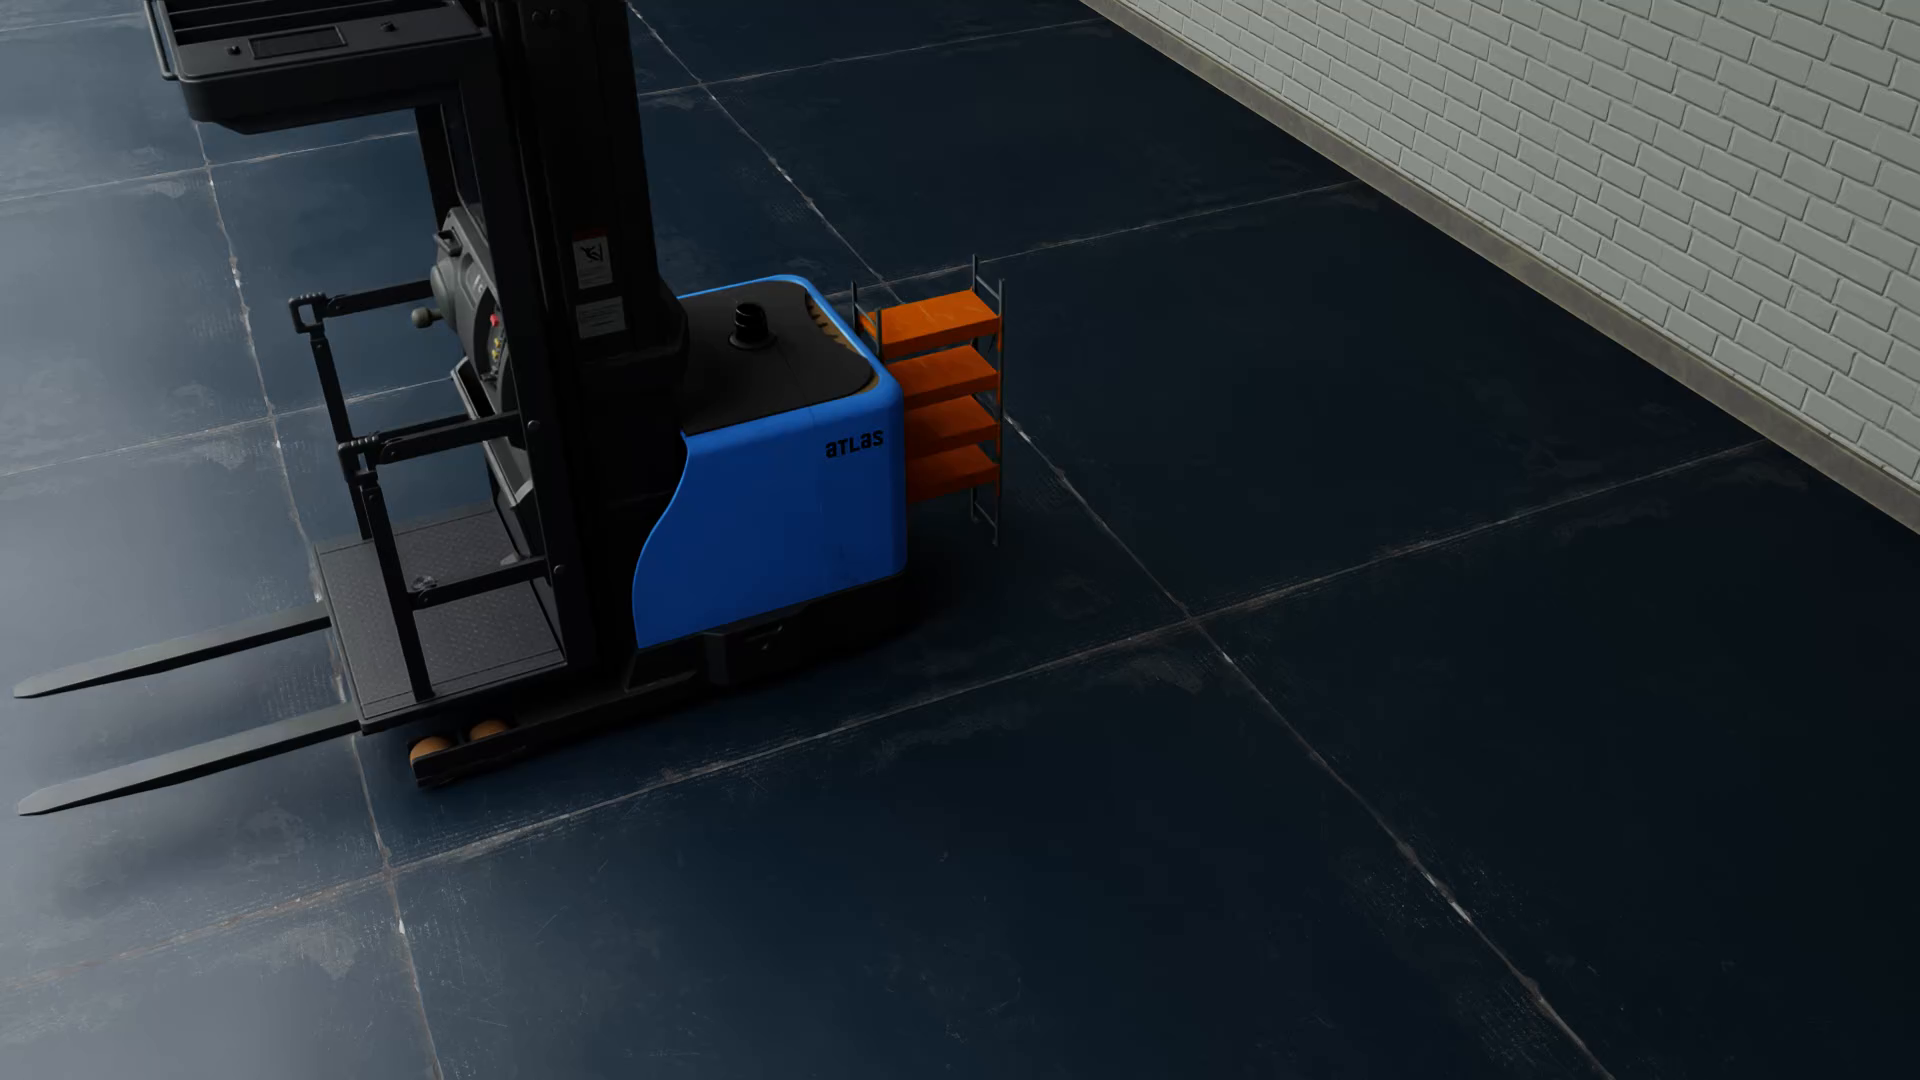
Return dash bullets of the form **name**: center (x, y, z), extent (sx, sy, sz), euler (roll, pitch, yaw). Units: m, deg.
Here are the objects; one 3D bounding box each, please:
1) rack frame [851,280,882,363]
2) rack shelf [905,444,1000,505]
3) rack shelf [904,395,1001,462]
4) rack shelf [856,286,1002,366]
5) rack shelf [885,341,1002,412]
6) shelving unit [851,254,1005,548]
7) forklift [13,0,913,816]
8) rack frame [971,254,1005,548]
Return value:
- **rack frame**: center (-0.334, -0.388, 6.266), extent (0.015, 1.200, 0.240), euler (-16, 39, -20)
- **rack shelf**: center (-0.115, -0.238, 6.510), extent (0.480, 0.148, 0.258), euler (-16, 39, -20)
- **rack shelf**: center (-0.115, -0.398, 6.392), extent (0.480, 0.148, 0.258), euler (-16, 39, -20)
- **rack shelf**: center (-0.115, -0.767, 6.118), extent (0.480, 0.148, 0.258), euler (-16, 39, -20)
- **rack shelf**: center (-0.115, -0.577, 6.259), extent (0.480, 0.148, 0.258), euler (-16, 39, -20)
- **shelving unit**: center (-0.115, -0.452, 6.352), extent (0.503, 1.200, 0.258), euler (-16, 39, -20)
- **forklift**: center (-1.735, -0.707, 5.243), extent (3.031, 2.935, 1.130), euler (-16, 39, -20)
- **rack frame**: center (0.105, -0.515, 6.437), extent (0.015, 1.200, 0.240), euler (-16, 39, -20)
